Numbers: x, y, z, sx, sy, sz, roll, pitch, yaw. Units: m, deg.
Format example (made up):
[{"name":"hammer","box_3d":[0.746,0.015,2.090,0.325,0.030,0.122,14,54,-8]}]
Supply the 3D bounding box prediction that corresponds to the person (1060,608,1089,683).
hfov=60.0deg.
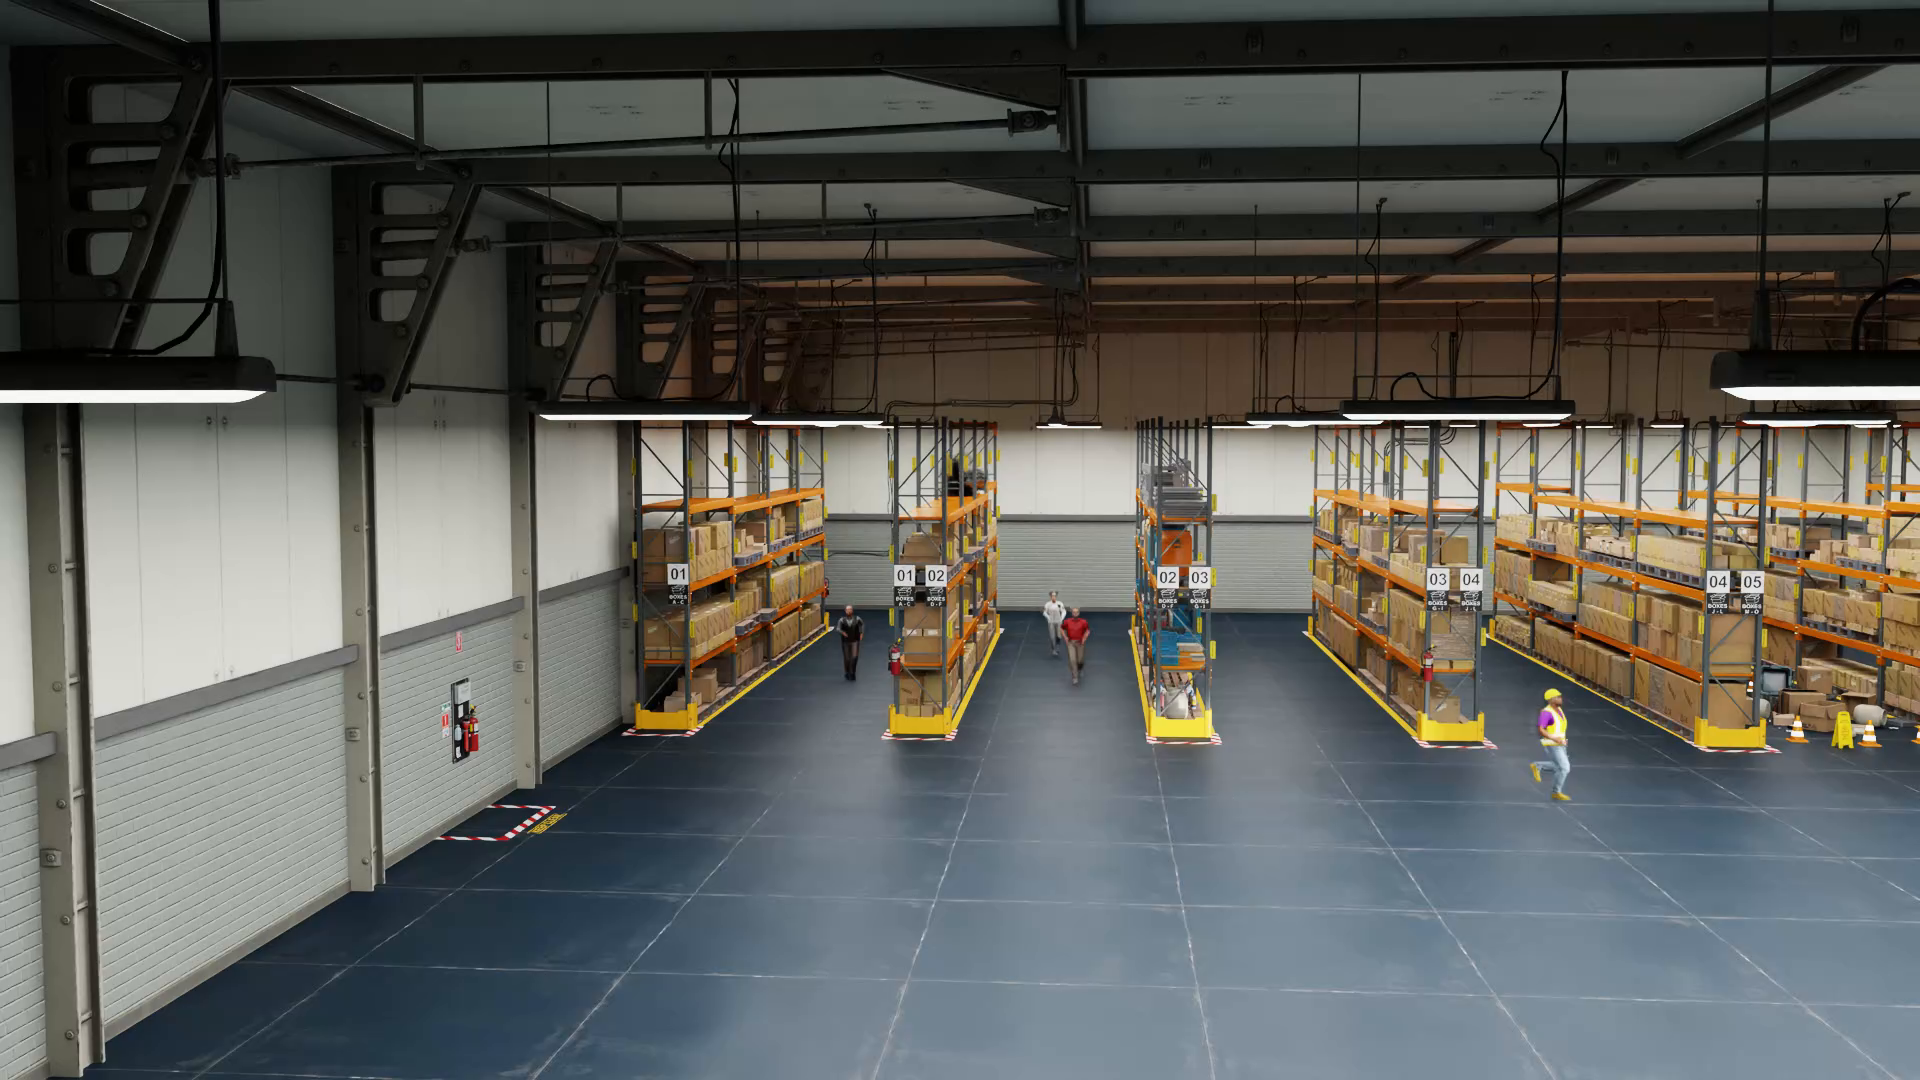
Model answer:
[{"name":"person","box_3d":[2.629,2.394,38.089,0.672,1.703,0.641,0,4,3]}]

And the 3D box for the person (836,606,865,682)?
[{"name":"person","box_3d":[-2.526,2.384,38.256,0.661,1.745,0.697,0,4,0]}]

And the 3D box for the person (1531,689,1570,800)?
[{"name":"person","box_3d":[9.240,3.177,26.025,0.661,1.707,0.720,3,5,36]}]

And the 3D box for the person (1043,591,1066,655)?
[{"name":"person","box_3d":[2.424,2.118,42.450,0.589,1.653,0.528,0,4,0]}]
